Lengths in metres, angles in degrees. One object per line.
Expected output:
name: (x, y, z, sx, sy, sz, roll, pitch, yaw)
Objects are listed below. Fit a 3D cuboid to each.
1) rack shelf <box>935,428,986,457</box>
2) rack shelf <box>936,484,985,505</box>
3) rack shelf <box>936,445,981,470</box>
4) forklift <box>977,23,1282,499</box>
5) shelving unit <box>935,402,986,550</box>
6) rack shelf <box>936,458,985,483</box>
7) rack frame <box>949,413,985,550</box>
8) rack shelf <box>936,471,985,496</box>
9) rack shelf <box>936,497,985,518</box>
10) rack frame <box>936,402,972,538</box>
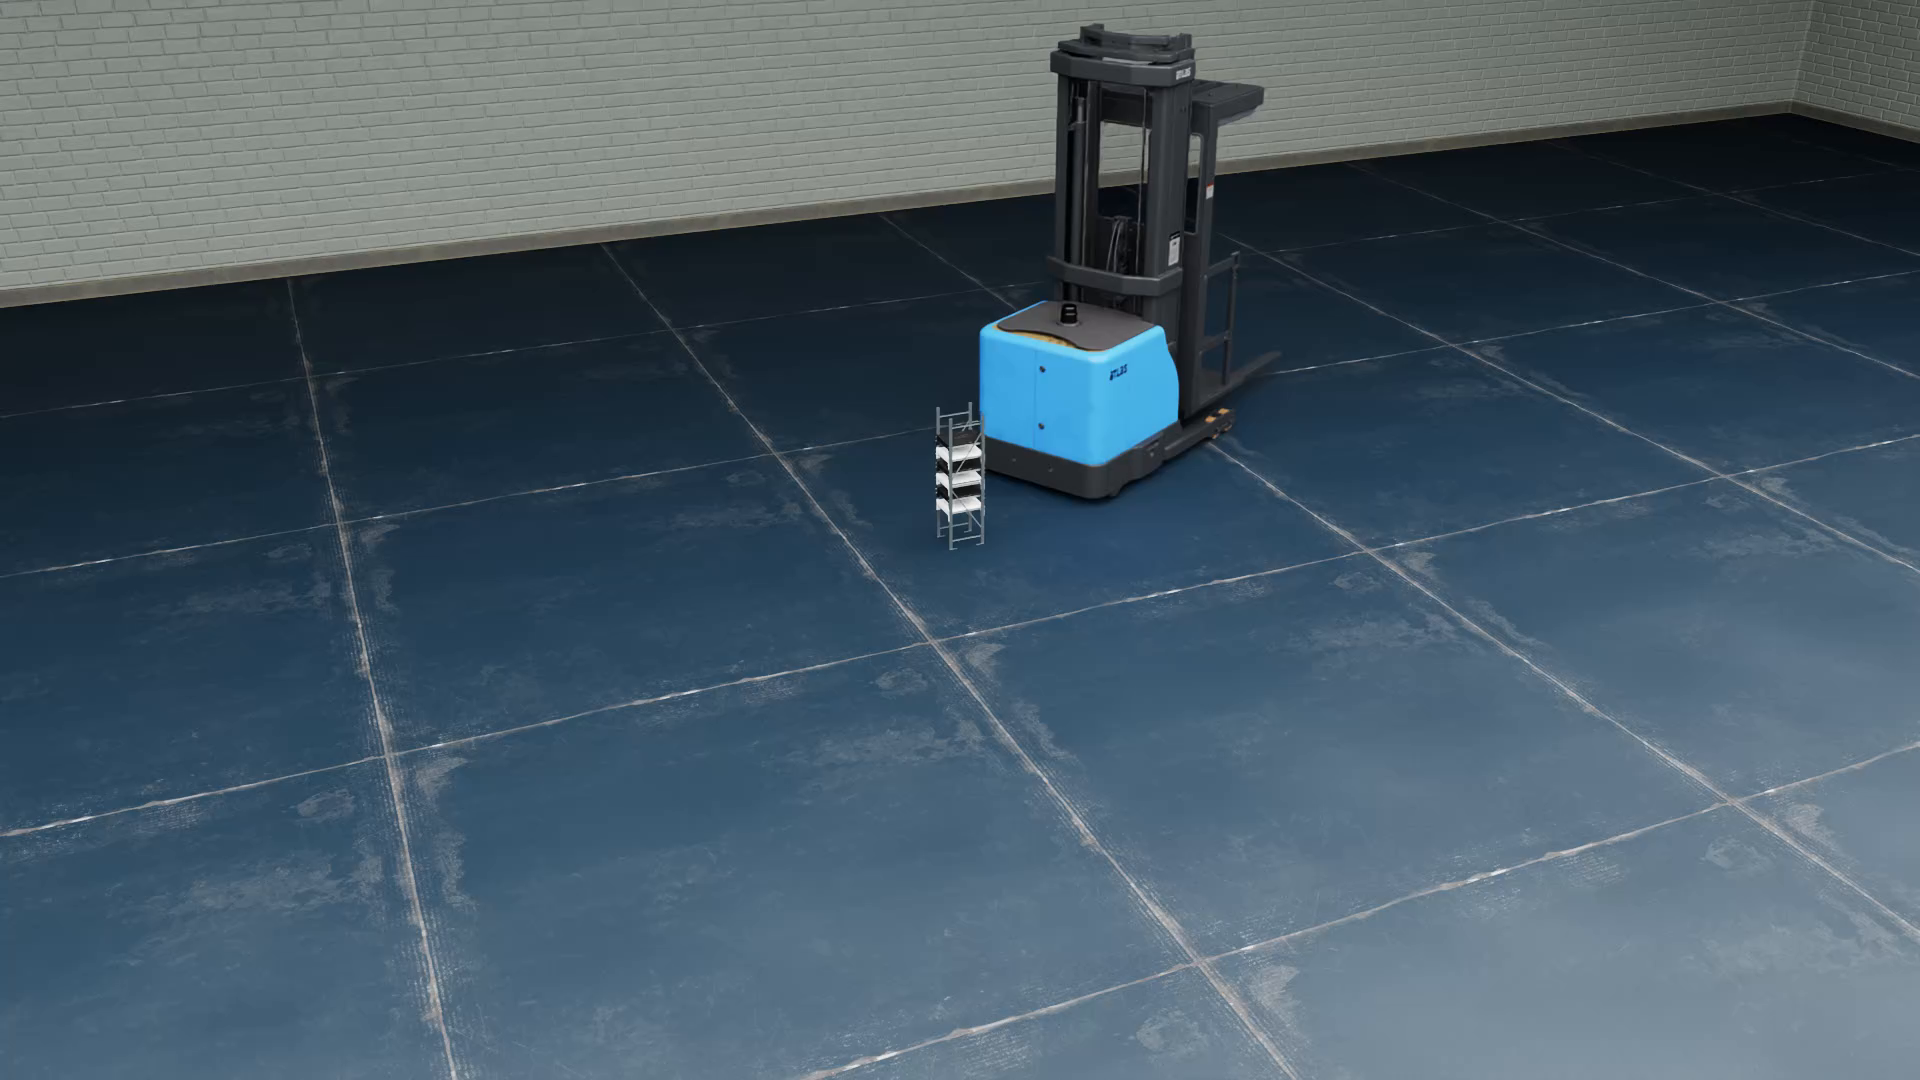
rack shelf: (0.003, -0.614, 10.442, 0.258, 0.077, 0.200, -11, 28, -21)
rack shelf: (0.003, -0.290, 10.600, 0.258, 0.077, 0.200, -11, 28, -21)
rack shelf: (0.003, -0.533, 10.481, 0.258, 0.077, 0.200, -11, 28, -21)
forklift: (1.404, -2.179, 11.871, 1.130, 2.935, 3.031, 18, 31, 33)
shelving unit: (0.003, -0.401, 10.546, 0.258, 0.900, 0.210, -11, 28, -21)
rack shelf: (0.003, -0.452, 10.521, 0.258, 0.077, 0.200, -11, 28, -21)
rack frame: (0.043, -0.360, 10.462, 0.240, 0.900, 0.006, -11, 28, -21)
rack shelf: (0.003, -0.371, 10.560, 0.258, 0.077, 0.200, -11, 28, -21)
rack shelf: (0.003, -0.209, 10.639, 0.258, 0.077, 0.200, -11, 28, -21)
rack frame: (-0.037, -0.442, 10.630, 0.240, 0.900, 0.006, -11, 28, -21)
